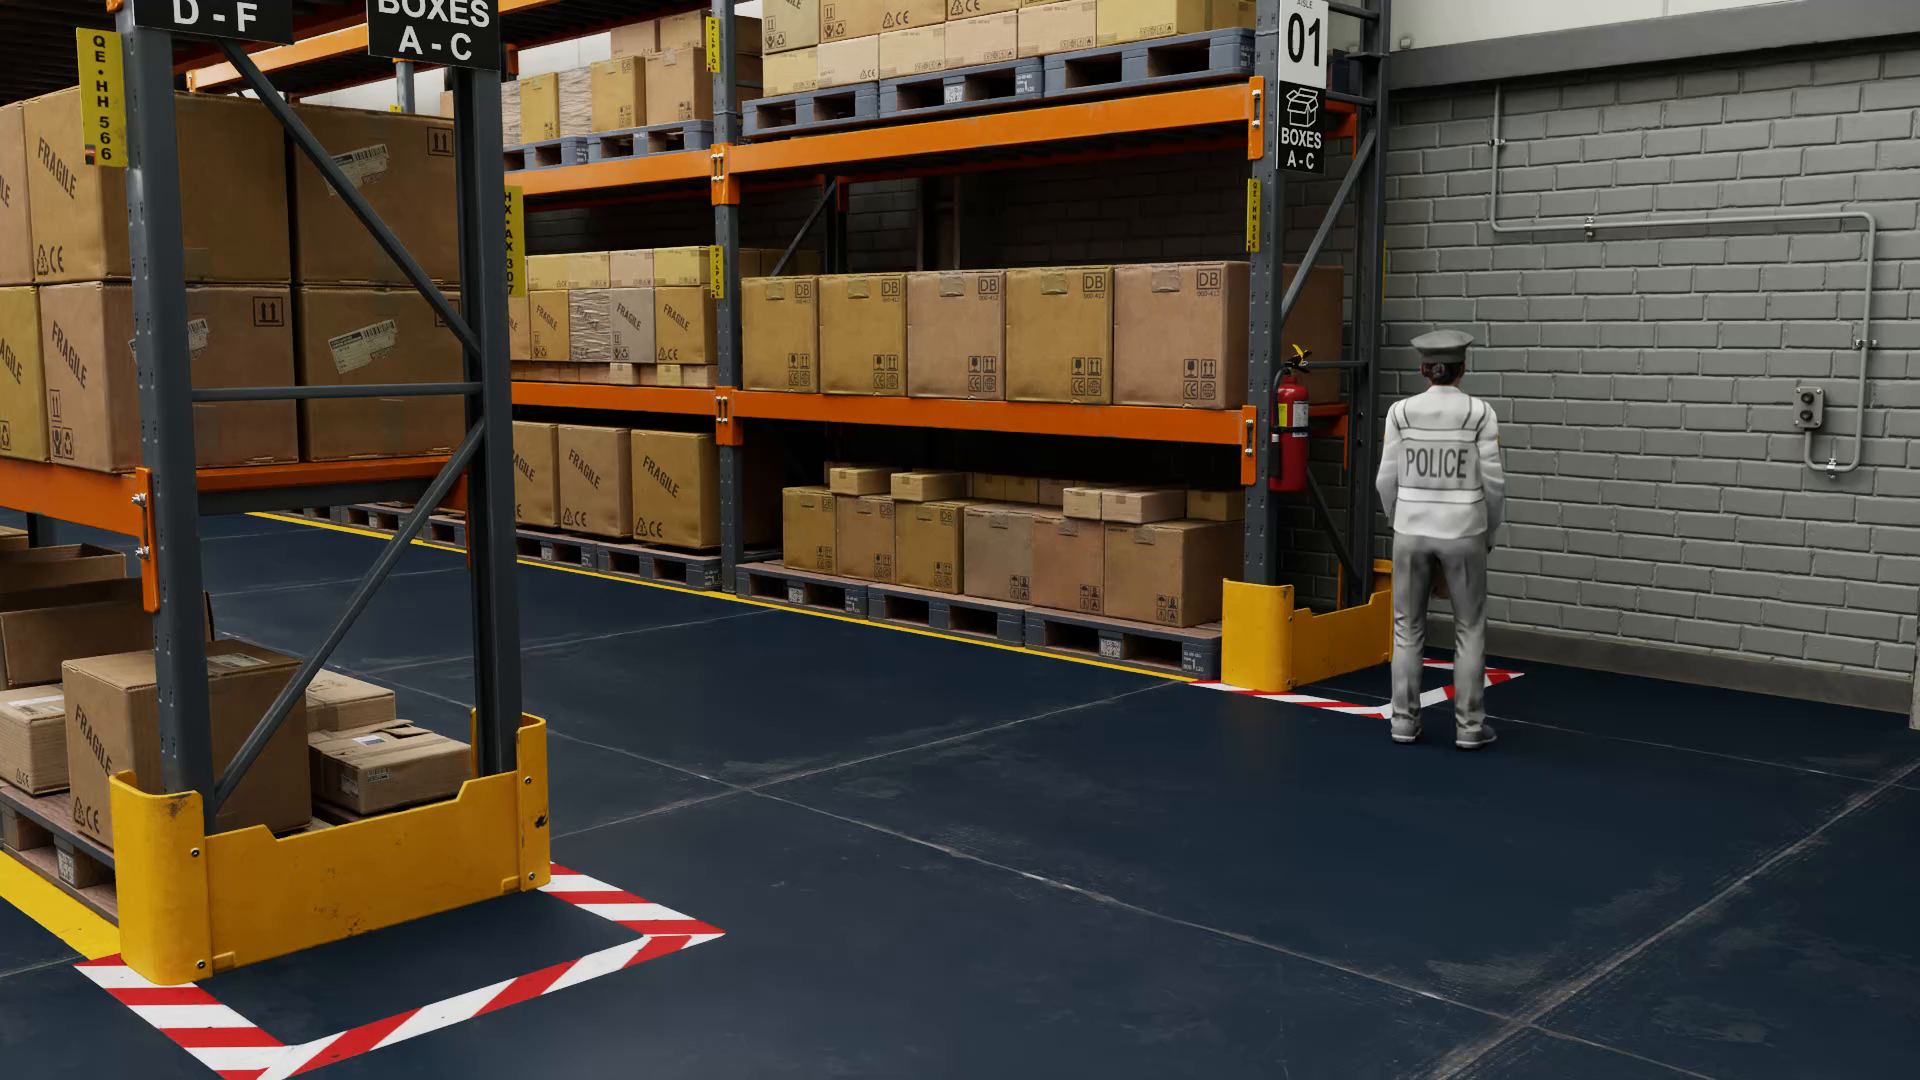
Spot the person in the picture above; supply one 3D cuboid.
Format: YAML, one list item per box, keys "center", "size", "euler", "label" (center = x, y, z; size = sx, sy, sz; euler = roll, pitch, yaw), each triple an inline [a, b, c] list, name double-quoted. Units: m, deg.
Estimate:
- center: [1.943, -0.007, 6.737]
  size: [0.502, 1.680, 0.385]
  euler: [3, 8, 25]
  label: "person"
